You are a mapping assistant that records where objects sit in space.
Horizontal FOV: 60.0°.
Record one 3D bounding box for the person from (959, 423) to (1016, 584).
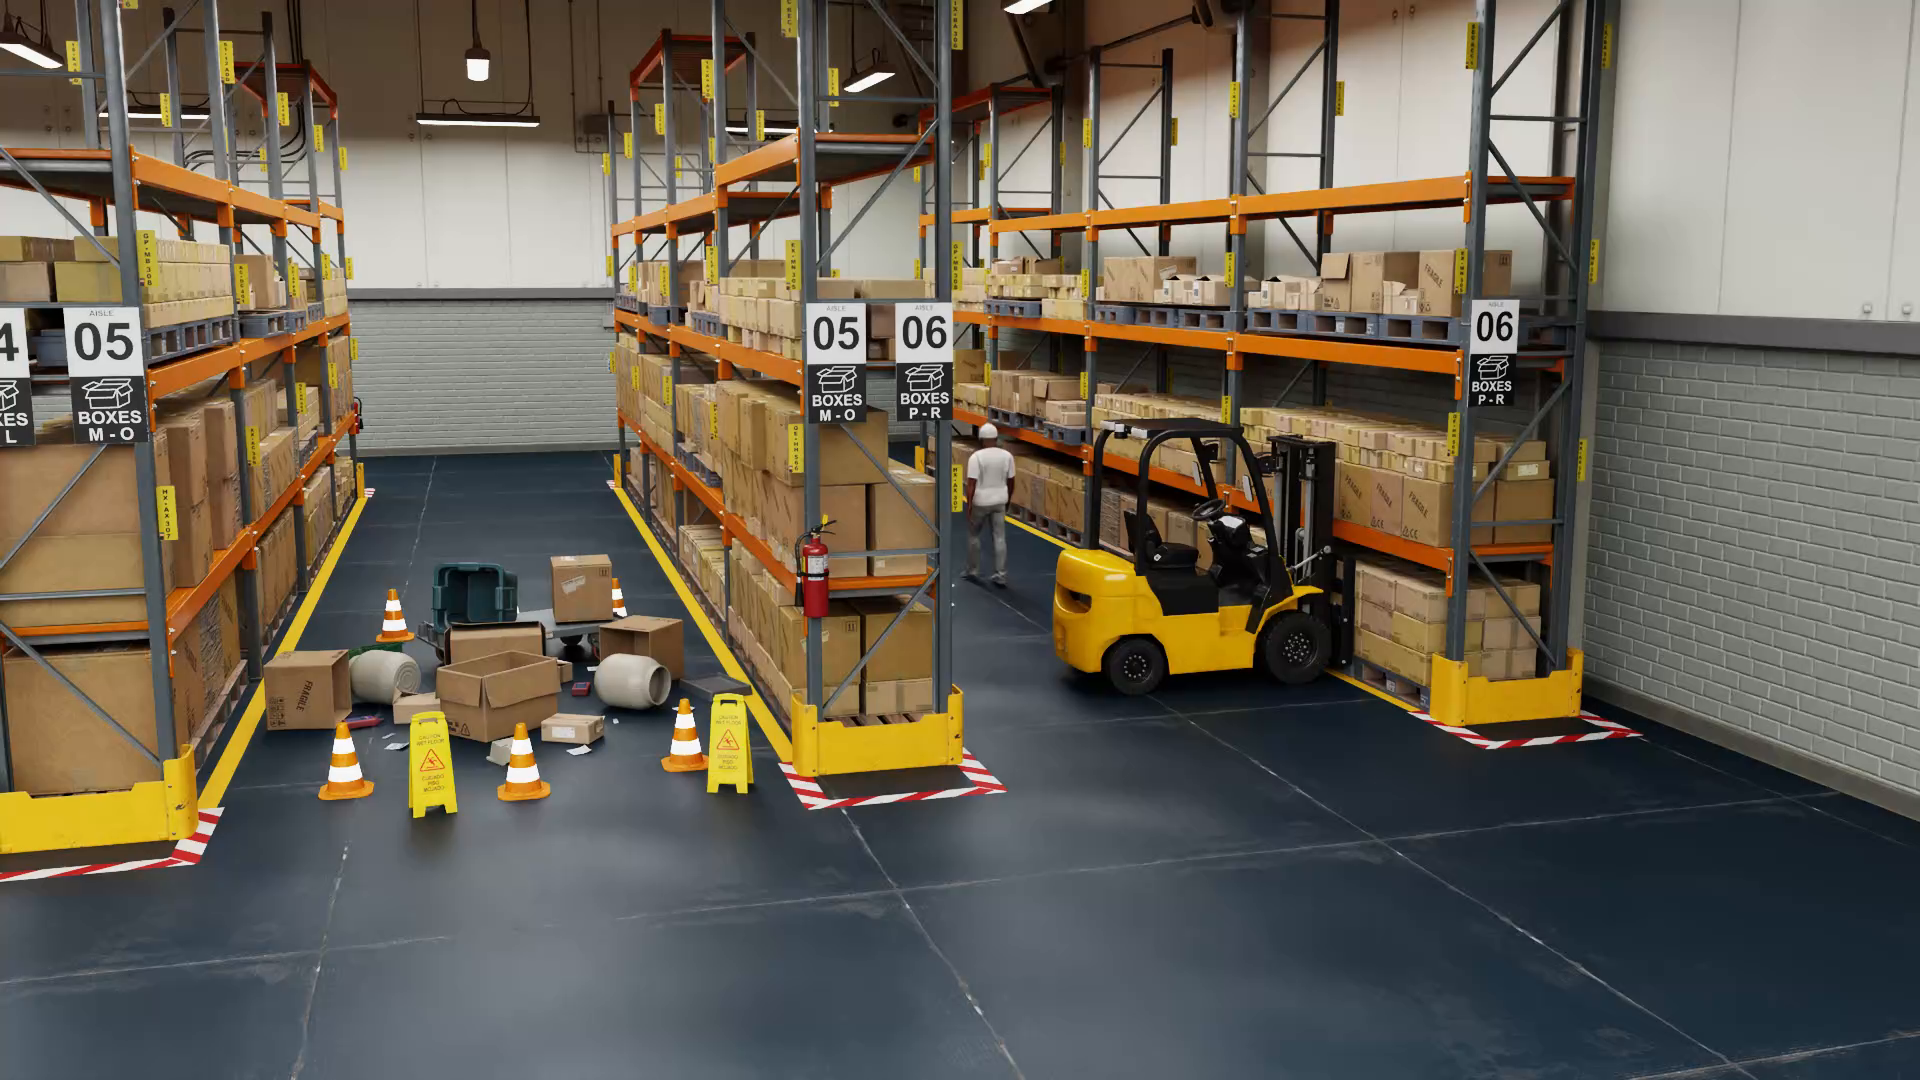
[{"bbox_3d":[0.293,-0.406,18.283,0.606,1.773,0.826,-3,10,-17],"label":"person"}]
